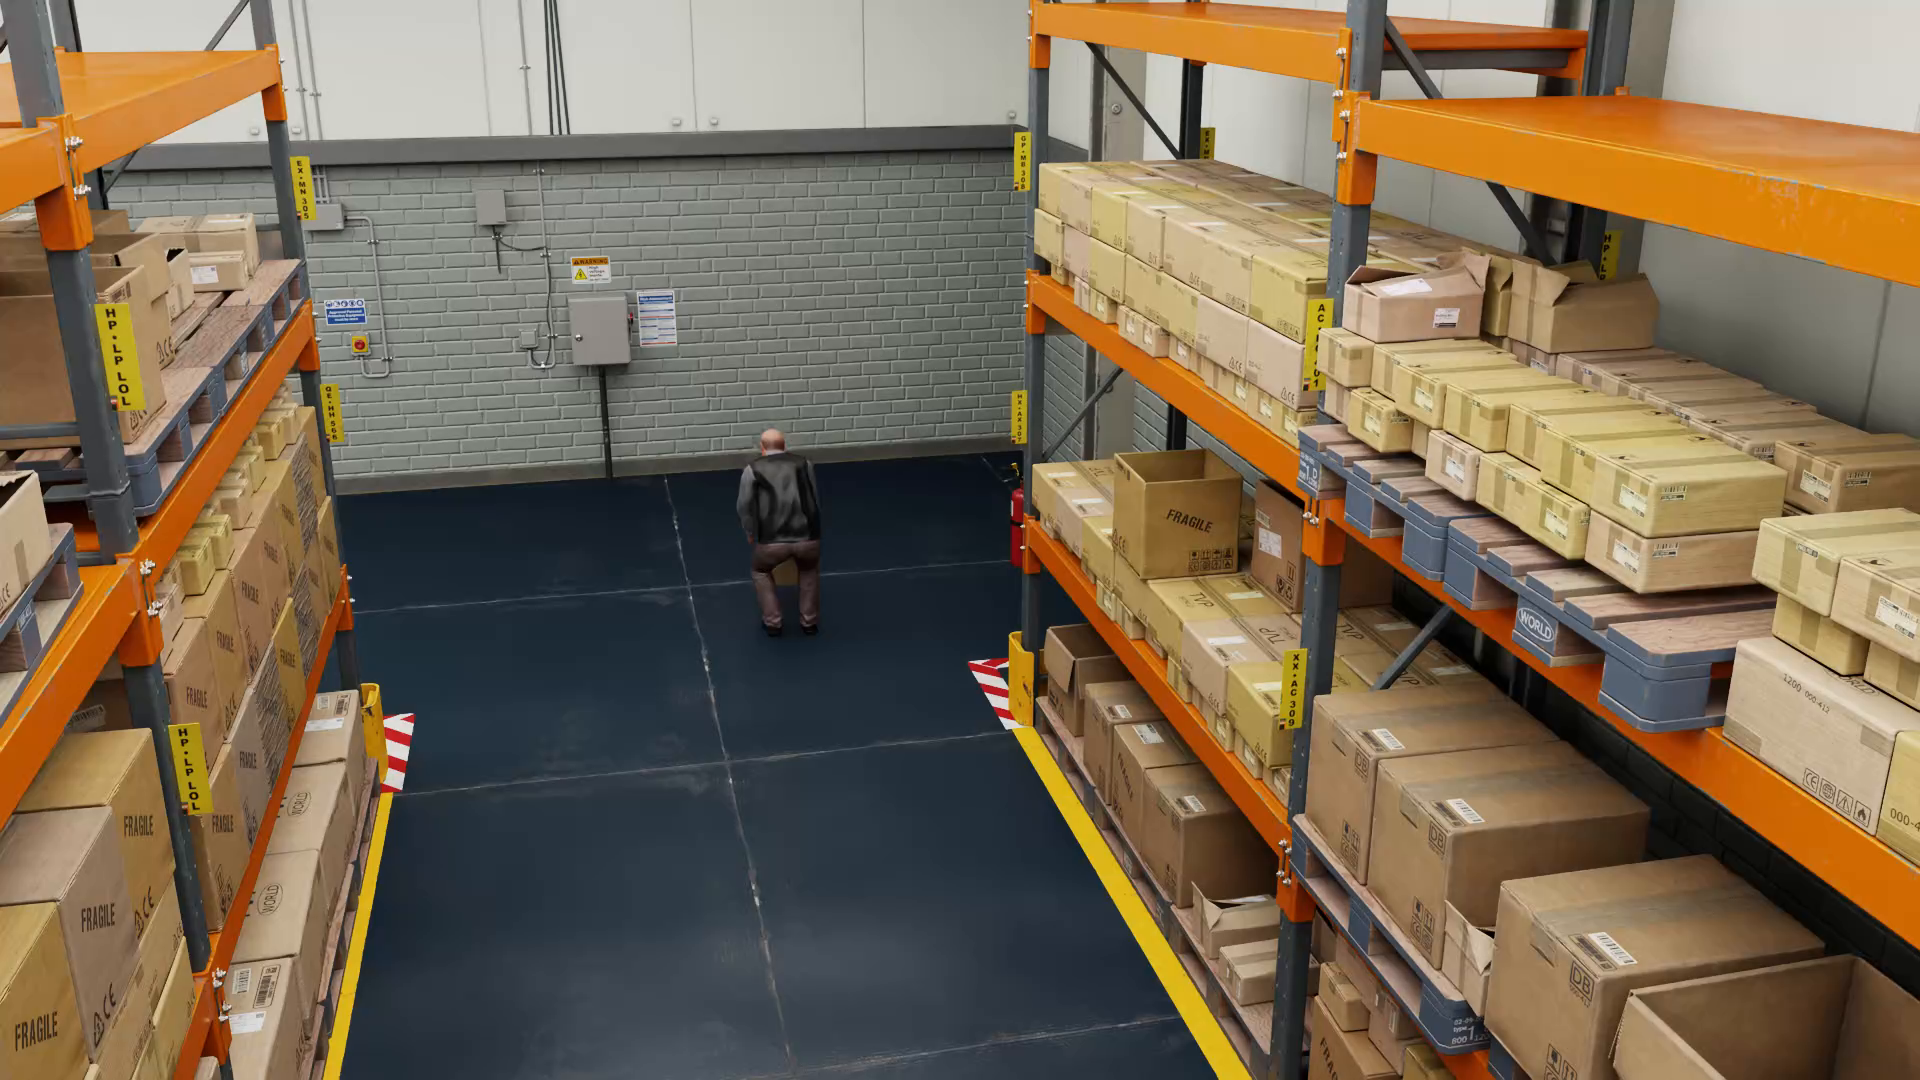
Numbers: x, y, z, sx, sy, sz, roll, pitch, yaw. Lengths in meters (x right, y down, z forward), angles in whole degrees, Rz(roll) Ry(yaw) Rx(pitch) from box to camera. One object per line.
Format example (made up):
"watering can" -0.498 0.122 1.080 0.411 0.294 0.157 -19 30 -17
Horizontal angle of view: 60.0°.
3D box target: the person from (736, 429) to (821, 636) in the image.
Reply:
"person" -1.256 -0.032 11.680 0.592 1.405 0.708 -4 20 -12
